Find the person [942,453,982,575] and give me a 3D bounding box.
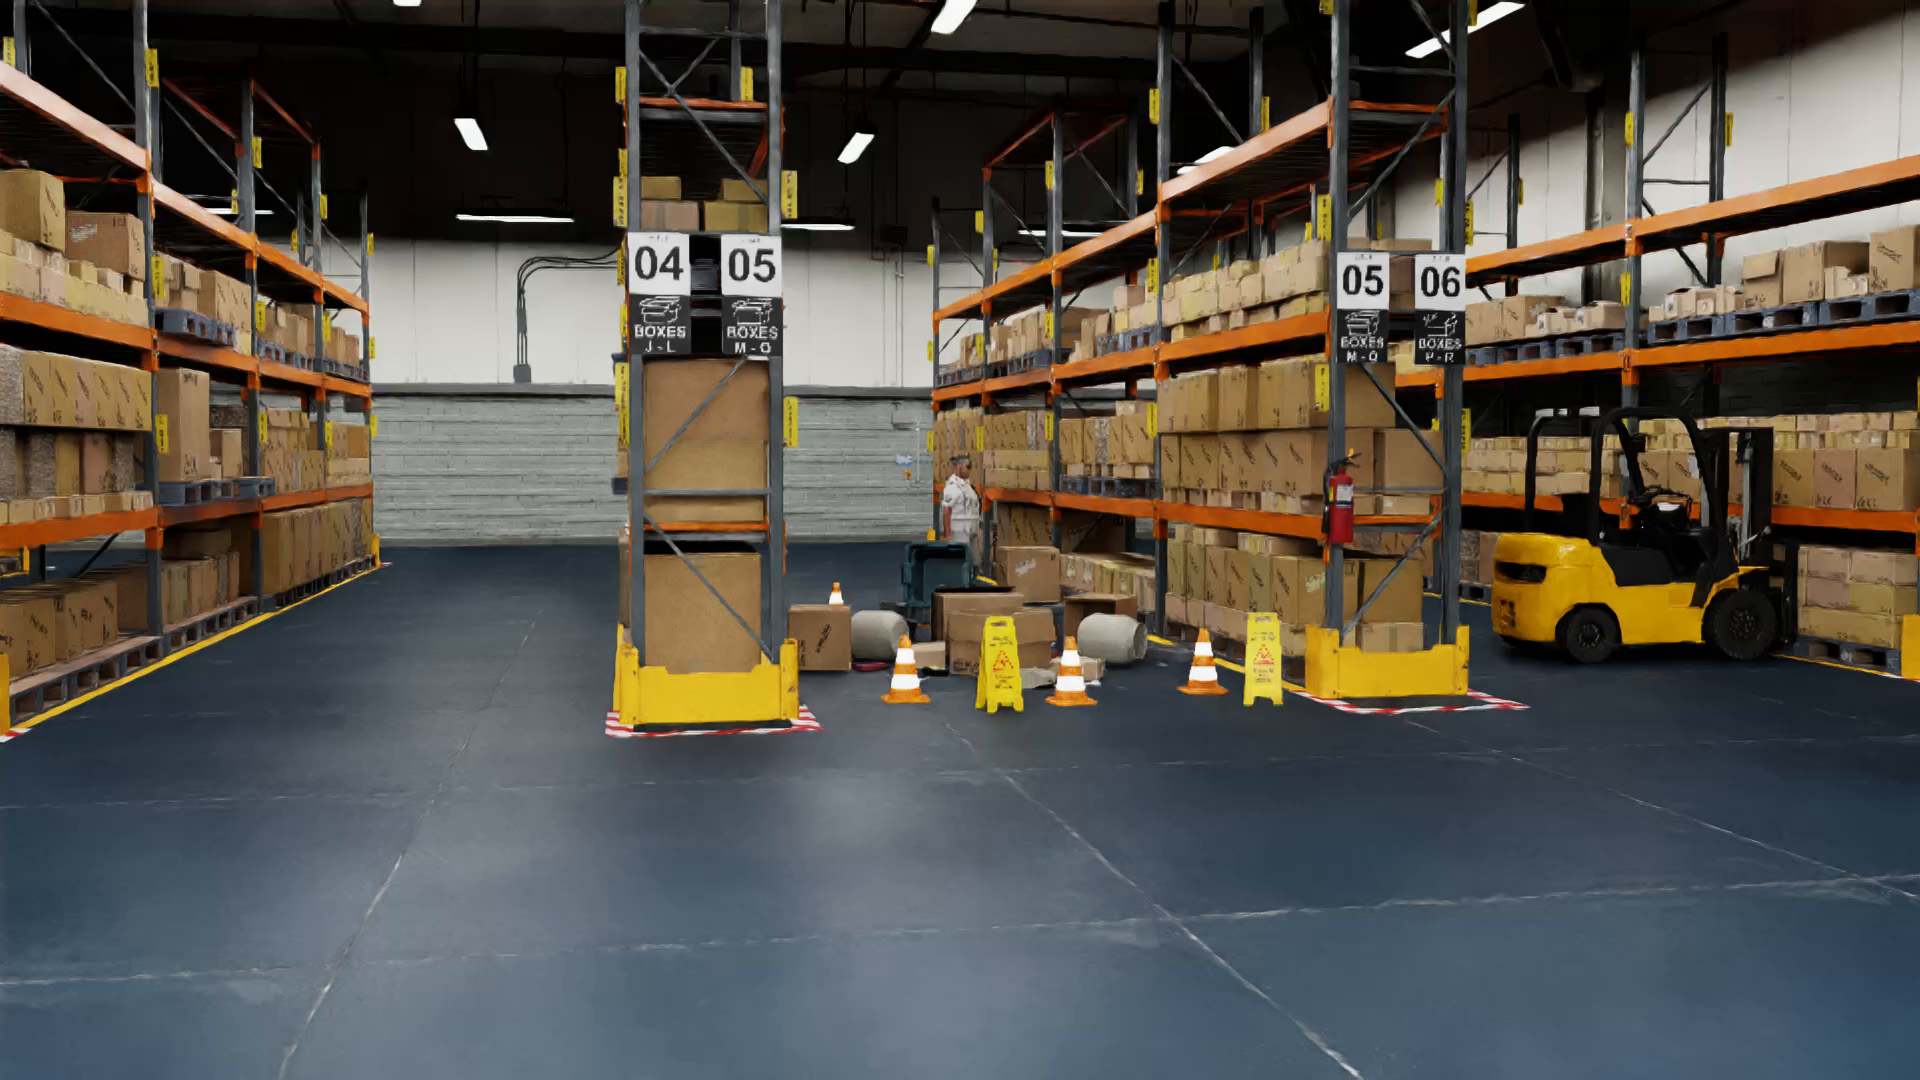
[{"bbox_3d":[-0.042,-0.081,18.217,0.623,1.752,0.668,1,3,16],"label":"person"}]
